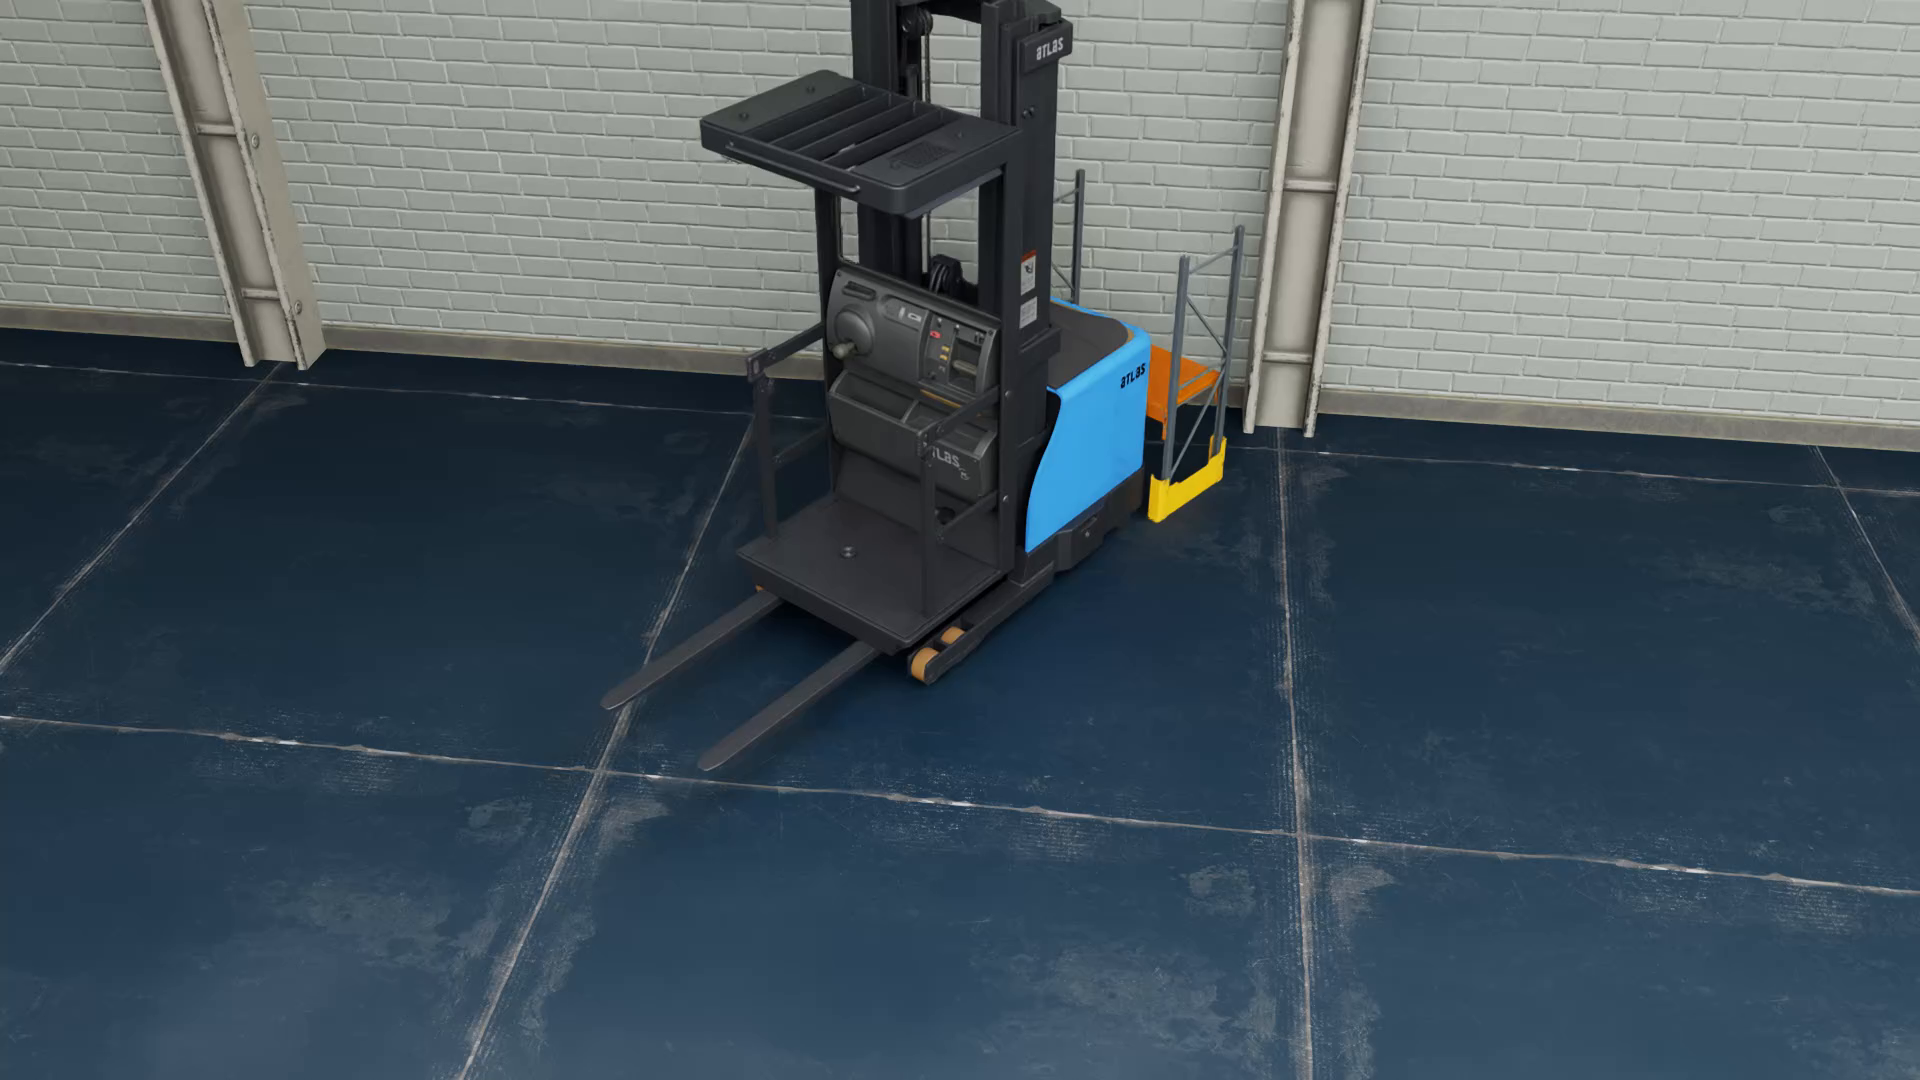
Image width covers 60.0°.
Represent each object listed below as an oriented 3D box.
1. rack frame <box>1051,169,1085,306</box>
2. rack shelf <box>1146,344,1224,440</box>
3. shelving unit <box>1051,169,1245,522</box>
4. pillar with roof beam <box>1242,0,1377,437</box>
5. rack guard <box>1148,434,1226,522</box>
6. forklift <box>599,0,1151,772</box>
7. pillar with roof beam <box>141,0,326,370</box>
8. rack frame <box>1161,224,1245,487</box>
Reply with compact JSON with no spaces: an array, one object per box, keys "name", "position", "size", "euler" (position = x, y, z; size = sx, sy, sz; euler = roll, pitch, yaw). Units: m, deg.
[{"name":"rack frame","position":[0.480,-1.237,9.050],"size":[0.032,1.500,0.500],"euler":[28,44,34]},{"name":"rack shelf","position":[0.853,-0.890,8.873],"size":[1.000,0.185,0.538],"euler":[28,44,34]},{"name":"shelving unit","position":[0.846,-1.040,8.774],"size":[1.083,1.500,0.587],"euler":[28,44,34]},{"name":"pillar with roof beam","position":[1.279,-1.868,3.478],"size":[0.400,9.000,9.100],"euler":[4,36,6]},{"name":"rack guard","position":[1.212,-0.335,8.861],"size":[0.087,0.250,0.587],"euler":[28,44,34]},{"name":"forklift","position":[-0.357,-0.859,7.288],"size":[1.130,2.935,3.031],"euler":[25,43,31]},{"name":"pillar with roof beam","position":[-4.673,-2.312,4.100],"size":[0.400,9.000,9.100],"euler":[4,36,6]},{"name":"rack frame","position":[1.226,-0.836,8.488],"size":[0.032,1.500,0.500],"euler":[28,44,34]}]
